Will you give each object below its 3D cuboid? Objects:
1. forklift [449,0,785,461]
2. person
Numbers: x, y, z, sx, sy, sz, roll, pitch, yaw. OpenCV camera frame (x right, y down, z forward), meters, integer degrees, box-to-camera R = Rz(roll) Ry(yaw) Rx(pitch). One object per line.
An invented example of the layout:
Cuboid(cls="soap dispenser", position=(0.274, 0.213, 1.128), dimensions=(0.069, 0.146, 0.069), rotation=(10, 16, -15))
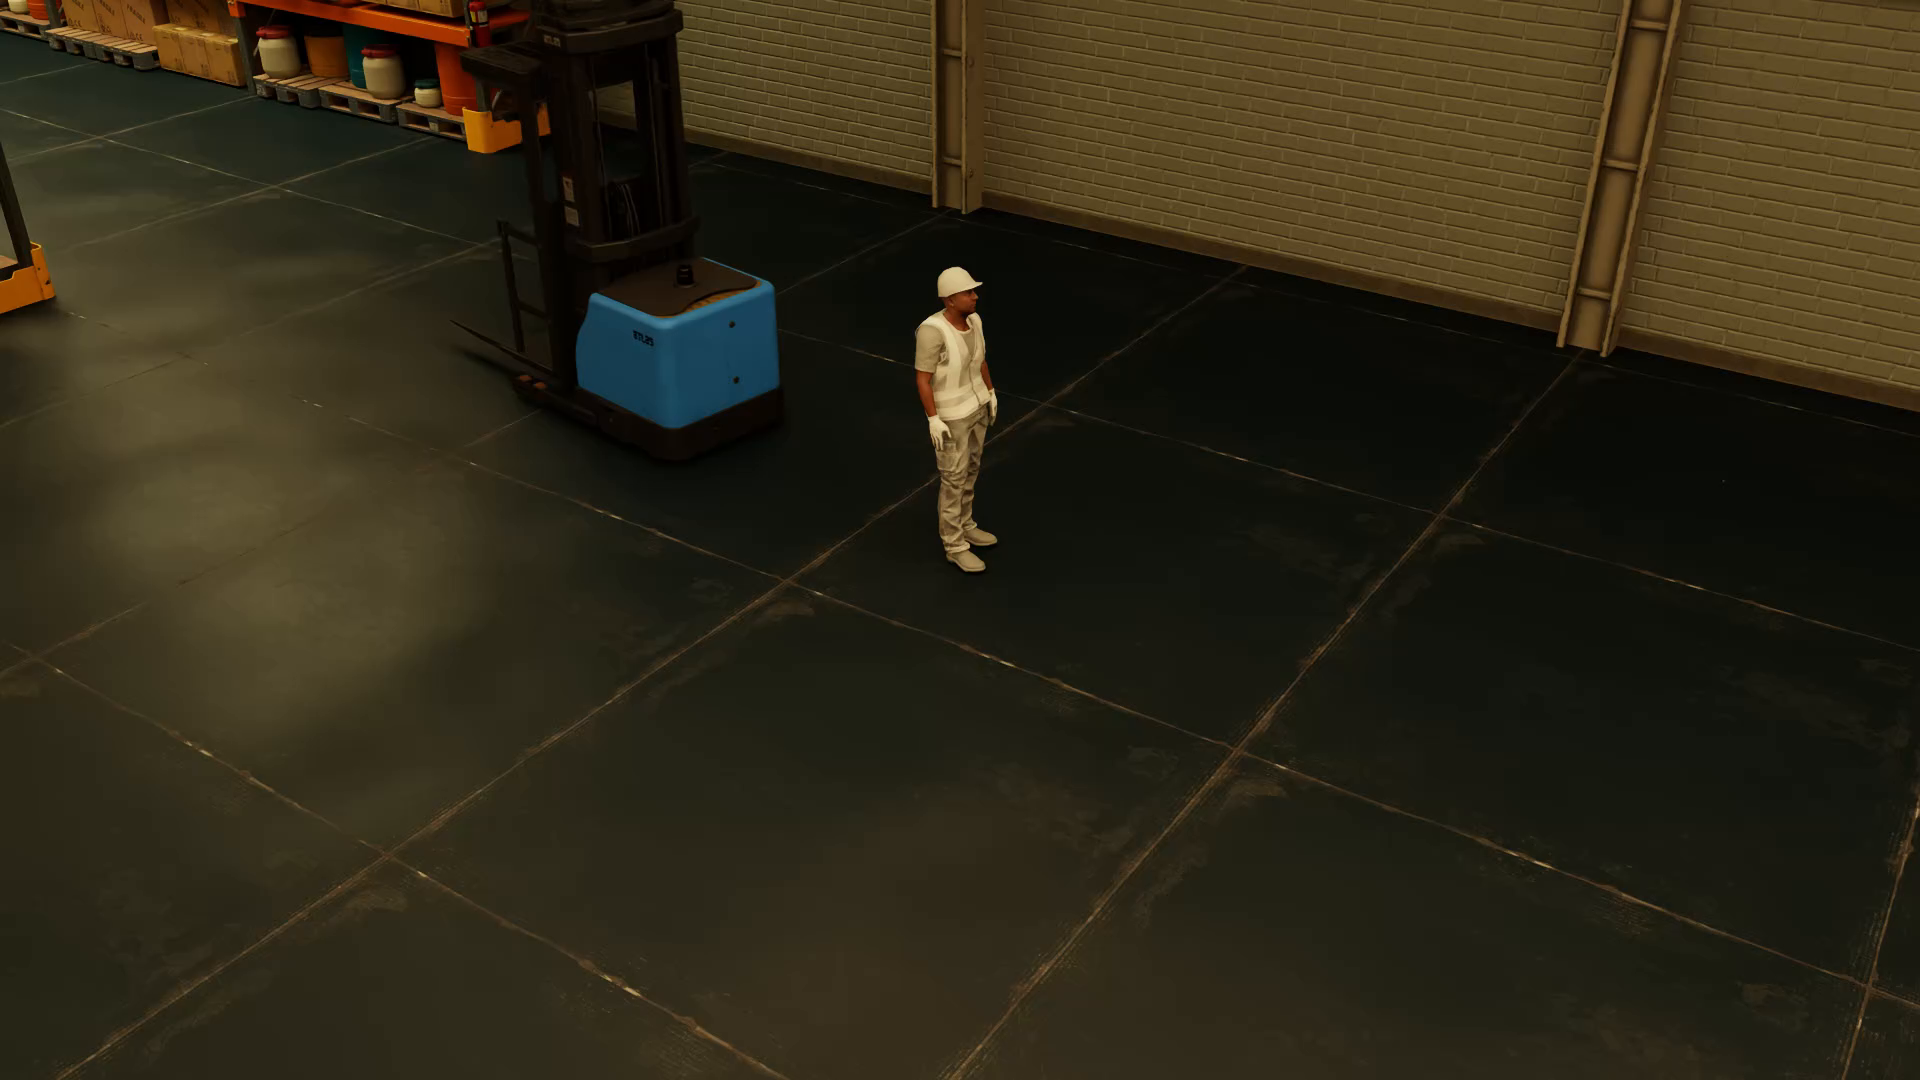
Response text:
Cuboid(cls="forklift", position=(-2.679, -2.428, 11.762), dimensions=(3.031, 2.935, 1.130), rotation=(25, 38, 36))
Cuboid(cls="person", position=(0.054, -0.754, 10.008), dimensions=(0.577, 1.782, 0.656), rotation=(19, 35, 29))
